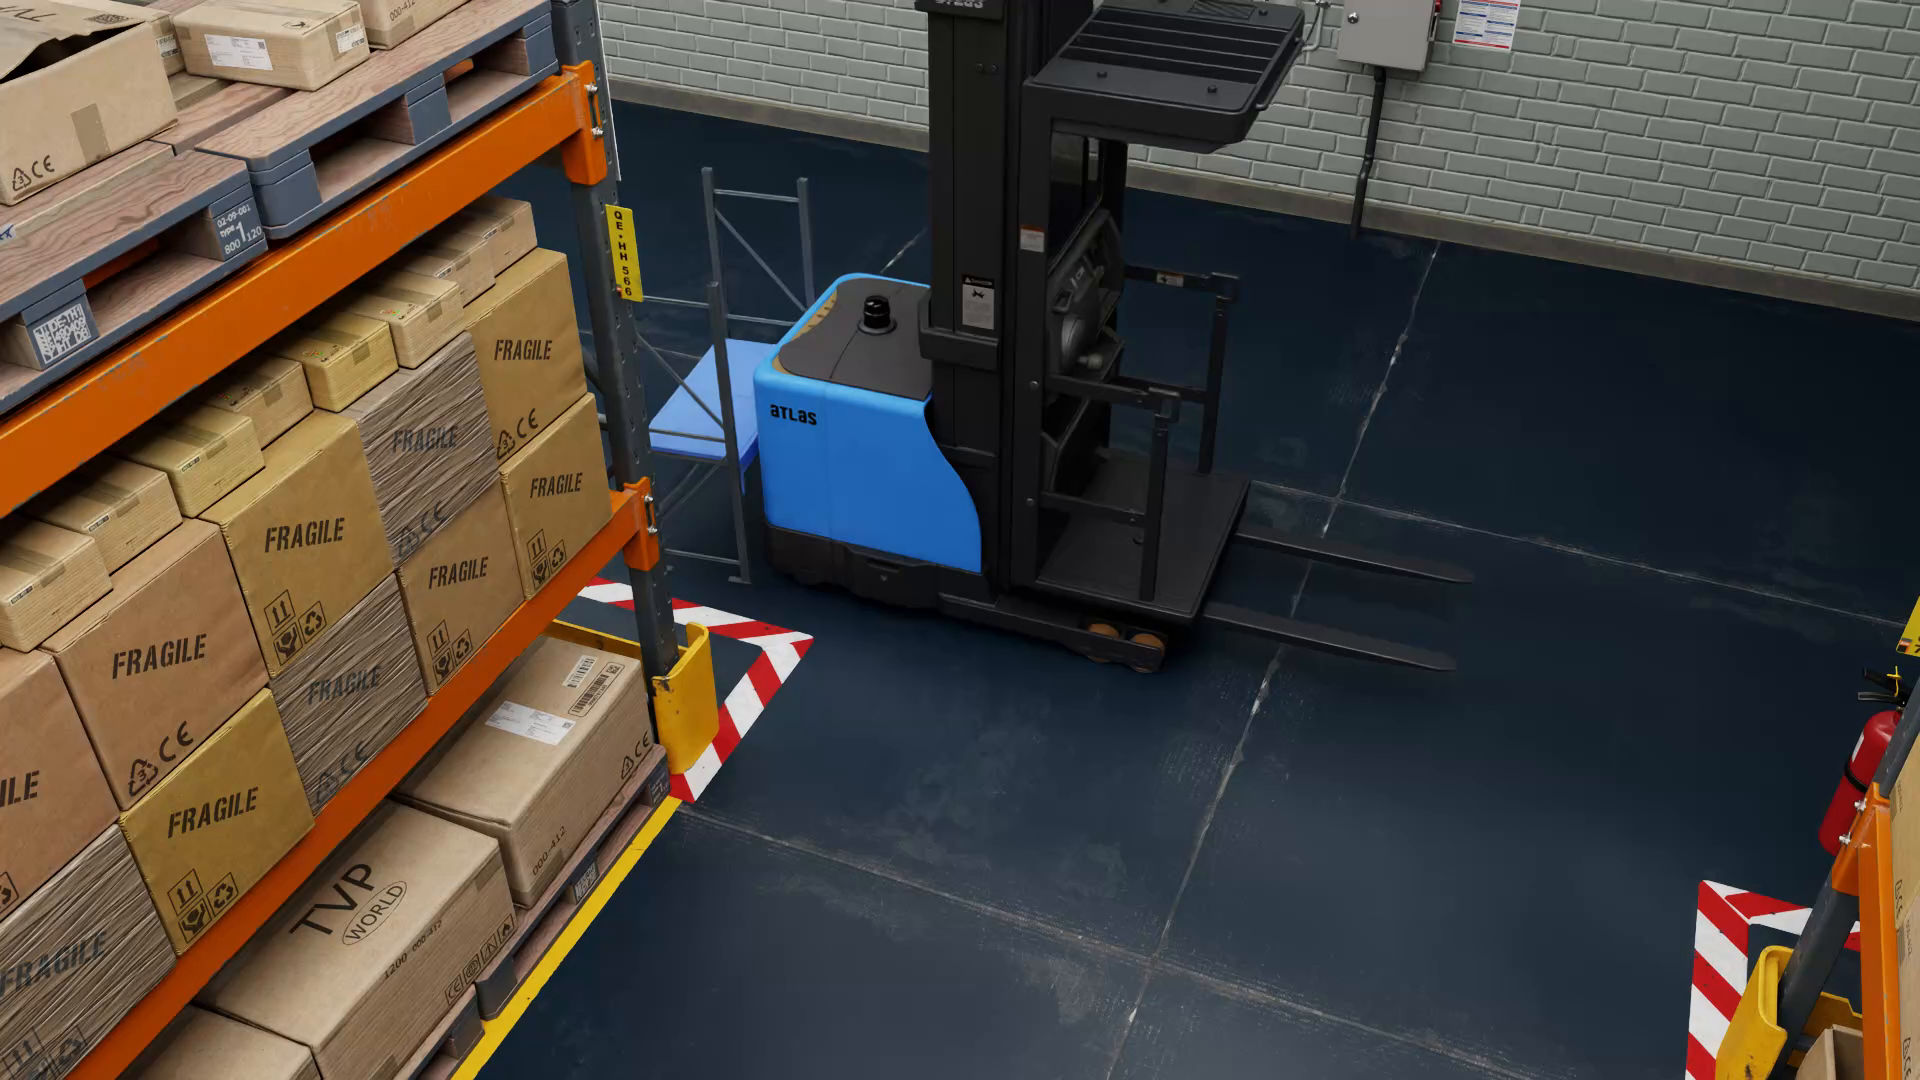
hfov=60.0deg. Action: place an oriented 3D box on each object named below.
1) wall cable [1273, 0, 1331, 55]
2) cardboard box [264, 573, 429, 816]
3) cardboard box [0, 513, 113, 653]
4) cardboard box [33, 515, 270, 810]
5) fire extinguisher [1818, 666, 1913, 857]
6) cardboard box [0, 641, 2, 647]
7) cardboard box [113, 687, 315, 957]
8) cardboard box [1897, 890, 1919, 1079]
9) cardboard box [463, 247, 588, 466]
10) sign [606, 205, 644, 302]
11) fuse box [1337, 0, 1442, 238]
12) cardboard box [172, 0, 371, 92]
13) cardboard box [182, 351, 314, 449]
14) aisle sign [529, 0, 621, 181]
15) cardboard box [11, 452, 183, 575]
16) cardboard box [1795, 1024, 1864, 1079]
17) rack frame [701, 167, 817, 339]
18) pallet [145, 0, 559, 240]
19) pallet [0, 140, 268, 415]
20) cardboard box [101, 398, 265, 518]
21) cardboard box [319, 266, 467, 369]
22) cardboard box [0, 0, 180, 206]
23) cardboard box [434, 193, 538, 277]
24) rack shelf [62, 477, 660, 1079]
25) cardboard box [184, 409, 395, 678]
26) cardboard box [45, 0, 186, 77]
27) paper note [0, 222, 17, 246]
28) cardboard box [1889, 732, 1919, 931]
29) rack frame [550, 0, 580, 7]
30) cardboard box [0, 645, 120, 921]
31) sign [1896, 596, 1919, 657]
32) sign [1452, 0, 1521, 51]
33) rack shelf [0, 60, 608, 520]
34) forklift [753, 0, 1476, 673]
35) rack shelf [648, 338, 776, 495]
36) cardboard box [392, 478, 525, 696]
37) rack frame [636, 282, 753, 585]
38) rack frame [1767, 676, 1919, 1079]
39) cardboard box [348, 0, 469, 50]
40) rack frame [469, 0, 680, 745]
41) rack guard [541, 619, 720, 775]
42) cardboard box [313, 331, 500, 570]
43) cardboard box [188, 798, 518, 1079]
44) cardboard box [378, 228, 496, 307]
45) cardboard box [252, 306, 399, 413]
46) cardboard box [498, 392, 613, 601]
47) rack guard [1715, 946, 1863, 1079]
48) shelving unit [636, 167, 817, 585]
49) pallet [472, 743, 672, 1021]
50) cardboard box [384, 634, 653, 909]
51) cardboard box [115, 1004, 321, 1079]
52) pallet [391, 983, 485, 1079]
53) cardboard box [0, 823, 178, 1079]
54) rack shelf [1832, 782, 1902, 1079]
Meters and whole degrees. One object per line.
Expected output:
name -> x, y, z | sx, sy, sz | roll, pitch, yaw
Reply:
wall cable -> 1.872, -3.701, 9.348 | 0.588, 1.984, 0.122 | 14, 39, 18
cardboard box -> -1.898, 0.365, 4.673 | 0.500, 0.500, 0.500 | 15, 39, 19
cardboard box -> -2.132, 0.076, 3.682 | 0.380, 0.149, 0.250 | 14, 39, 18
cardboard box -> -2.087, 0.244, 3.999 | 0.500, 0.500, 0.500 | 14, 39, 17
fire extinguisher -> 2.653, 0.639, 4.766 | 0.296, 0.674, 0.183 | 14, 39, 18
cardboard box -> -2.290, 0.196, 3.521 | 0.380, 0.149, 0.250 | 14, 39, 18
cardboard box -> -2.082, 0.654, 4.286 | 0.500, 0.500, 0.500 | 15, 39, 19
cardboard box -> 2.411, 1.055, 3.710 | 0.500, 0.250, 0.500 | 14, 39, 18
cardboard box -> -1.531, -0.603, 5.133 | 0.500, 0.500, 0.500 | 15, 39, 19
sign -> -1.071, -0.911, 5.298 | 0.100, 0.325, 0.005 | 14, 39, 18
fuse box -> 2.444, -2.536, 9.713 | 0.539, 1.711, 0.414 | 14, 39, 18
cardboard box -> -1.741, -1.273, 4.218 | 0.380, 0.149, 0.250 | 11, 38, 14
cardboard box -> -1.912, -0.373, 4.283 | 0.380, 0.149, 0.250 | 13, 39, 17
aisle sign -> -1.253, -1.494, 5.072 | 0.394, 0.787, 0.004 | 14, 39, 18
cardboard box -> -2.071, -0.080, 3.891 | 0.380, 0.149, 0.250 | 15, 39, 19
cardboard box -> 2.704, 1.794, 4.579 | 0.797, 0.503, 0.637 | 12, 39, 16
rack frame -> -0.907, -1.032, 7.871 | 0.500, 1.500, 0.032 | 9, 38, 13
pallet -> -1.840, -1.237, 4.468 | 1.003, 0.211, 1.213 | 14, 39, 18
pallet -> -2.303, -0.559, 3.561 | 1.003, 0.211, 1.213 | 14, 39, 18
cardboard box -> -1.954, -0.221, 4.079 | 0.380, 0.149, 0.250 | 15, 39, 19
cardboard box -> -1.614, -0.632, 4.629 | 0.380, 0.149, 0.250 | 13, 39, 17
cardboard box -> -2.183, -1.040, 3.771 | 0.500, 0.311, 0.500 | 15, 39, 19
cardboard box -> -1.519, -0.940, 5.041 | 0.380, 0.149, 0.250 | 14, 39, 18
rack shelf -> -2.328, 0.912, 4.626 | 1.077, 0.370, 4.000 | 14, 39, 18
cardboard box -> -1.894, -0.034, 4.371 | 0.500, 0.500, 0.500 | 14, 39, 18
cardboard box -> -2.194, -1.243, 4.177 | 0.380, 0.149, 0.250 | 15, 39, 19
paper note -> -1.828, -0.559, 3.133 | 0.006, 0.032, 0.123 | 14, 39, 18
cardboard box -> 2.602, 0.776, 4.084 | 0.500, 0.250, 0.500 | 14, 39, 18
rack frame -> -1.567, -2.887, 4.096 | 1.000, 3.000, 0.127 | 14, 39, 18
cardboard box -> -2.281, 0.523, 3.627 | 0.500, 0.500, 0.500 | 15, 39, 19
sign -> 2.522, 0.175, 4.288 | 0.100, 0.325, 0.005 | 14, 39, 18
sign -> 2.979, -3.016, 9.359 | 0.329, 0.494, 0.001 | 14, 39, 18
rack shelf -> -2.328, -0.290, 3.728 | 1.077, 0.370, 4.000 | 14, 39, 18
forklift -> 0.690, -0.975, 6.607 | 3.031, 2.935, 1.130 | 13, 39, 16
rack shelf -> -1.044, -0.595, 7.587 | 0.538, 0.185, 1.000 | 9, 38, 13
cardboard box -> -1.711, 0.078, 5.057 | 0.500, 0.500, 0.500 | 13, 39, 17
rack frame -> -1.187, -0.447, 7.088 | 0.500, 1.500, 0.032 | 9, 38, 13
rack frame -> 3.024, 0.645, 4.382 | 1.000, 3.000, 0.127 | 14, 39, 18
cardboard box -> -1.655, -1.564, 4.522 | 0.500, 0.250, 0.500 | 10, 38, 14
rack frame -> -1.567, -0.484, 5.892 | 1.000, 3.000, 0.127 | 14, 39, 18
rack guard -> -1.558, 0.504, 6.658 | 1.175, 0.500, 0.348 | 14, 39, 18
cardboard box -> -1.702, -0.307, 4.737 | 0.500, 0.500, 0.500 | 14, 39, 18
cardboard box -> -2.067, 1.271, 5.333 | 0.875, 0.438, 0.875 | 15, 39, 19
cardboard box -> -1.593, -0.794, 4.846 | 0.380, 0.149, 0.250 | 15, 39, 19
cardboard box -> -1.747, -0.502, 4.455 | 0.380, 0.149, 0.250 | 15, 39, 19
cardboard box -> -1.506, -0.196, 5.424 | 0.500, 0.500, 0.500 | 14, 39, 18
rack guard -> 2.995, 1.688, 5.074 | 1.175, 0.500, 0.348 | 14, 39, 18
shelving unit -> -1.047, -0.739, 7.480 | 0.538, 1.500, 1.048 | 9, 38, 13
pallet -> -1.799, 1.094, 6.110 | 1.003, 0.211, 1.213 | 14, 39, 18
cardboard box -> -1.726, 0.763, 6.014 | 0.875, 0.438, 0.875 | 13, 39, 16
cardboard box -> -2.411, 1.770, 4.666 | 0.875, 0.438, 0.875 | 13, 39, 16
pallet -> -2.265, 1.767, 5.210 | 1.003, 0.211, 1.213 | 14, 39, 18
cardboard box -> -2.278, 0.939, 3.905 | 0.500, 0.500, 0.500 | 14, 39, 18
rack shelf -> 2.263, 2.040, 3.116 | 1.077, 0.370, 4.000 | 14, 39, 18
